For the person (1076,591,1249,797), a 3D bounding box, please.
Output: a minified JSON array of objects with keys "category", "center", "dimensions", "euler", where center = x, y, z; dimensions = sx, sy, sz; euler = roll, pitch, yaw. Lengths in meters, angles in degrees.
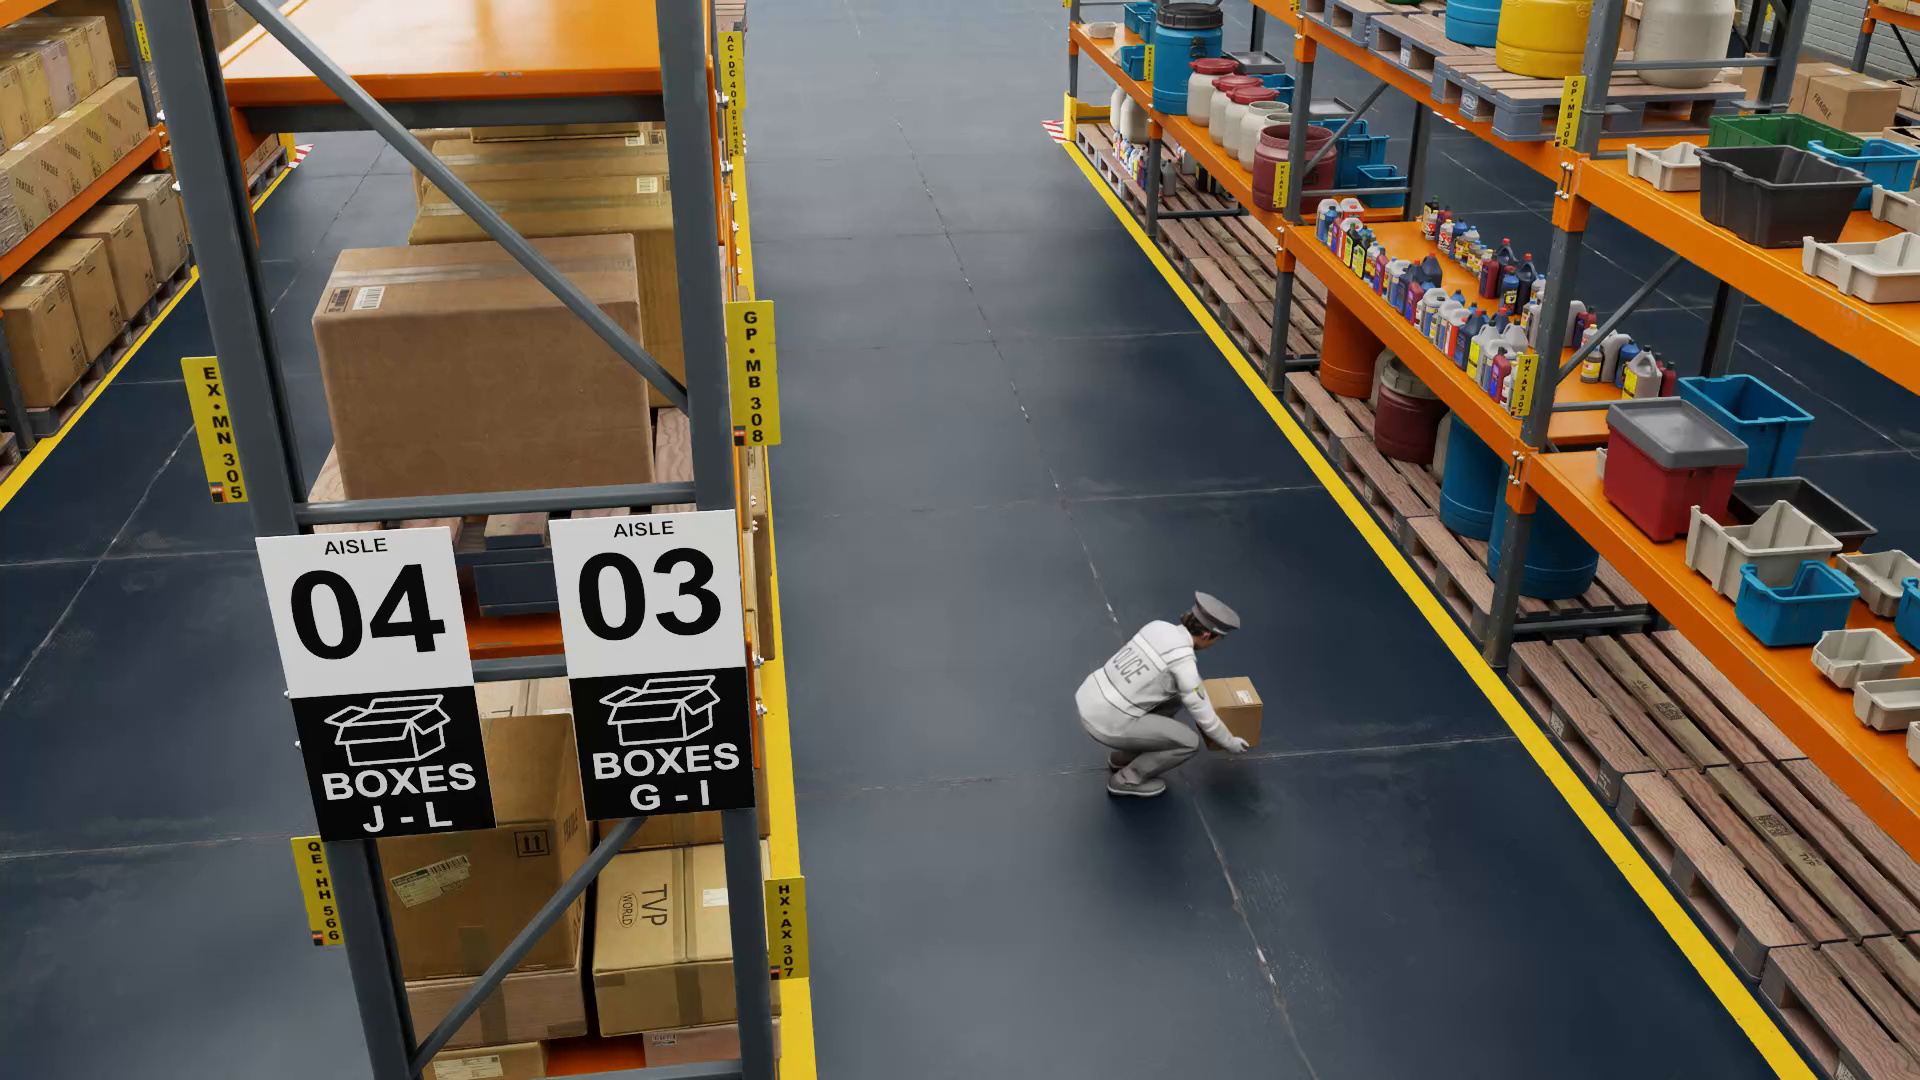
[{"category":"person","center":[0.971,0.734,7.978],"dimensions":[0.825,0.961,0.498],"euler":[-4,28,-7]}]
